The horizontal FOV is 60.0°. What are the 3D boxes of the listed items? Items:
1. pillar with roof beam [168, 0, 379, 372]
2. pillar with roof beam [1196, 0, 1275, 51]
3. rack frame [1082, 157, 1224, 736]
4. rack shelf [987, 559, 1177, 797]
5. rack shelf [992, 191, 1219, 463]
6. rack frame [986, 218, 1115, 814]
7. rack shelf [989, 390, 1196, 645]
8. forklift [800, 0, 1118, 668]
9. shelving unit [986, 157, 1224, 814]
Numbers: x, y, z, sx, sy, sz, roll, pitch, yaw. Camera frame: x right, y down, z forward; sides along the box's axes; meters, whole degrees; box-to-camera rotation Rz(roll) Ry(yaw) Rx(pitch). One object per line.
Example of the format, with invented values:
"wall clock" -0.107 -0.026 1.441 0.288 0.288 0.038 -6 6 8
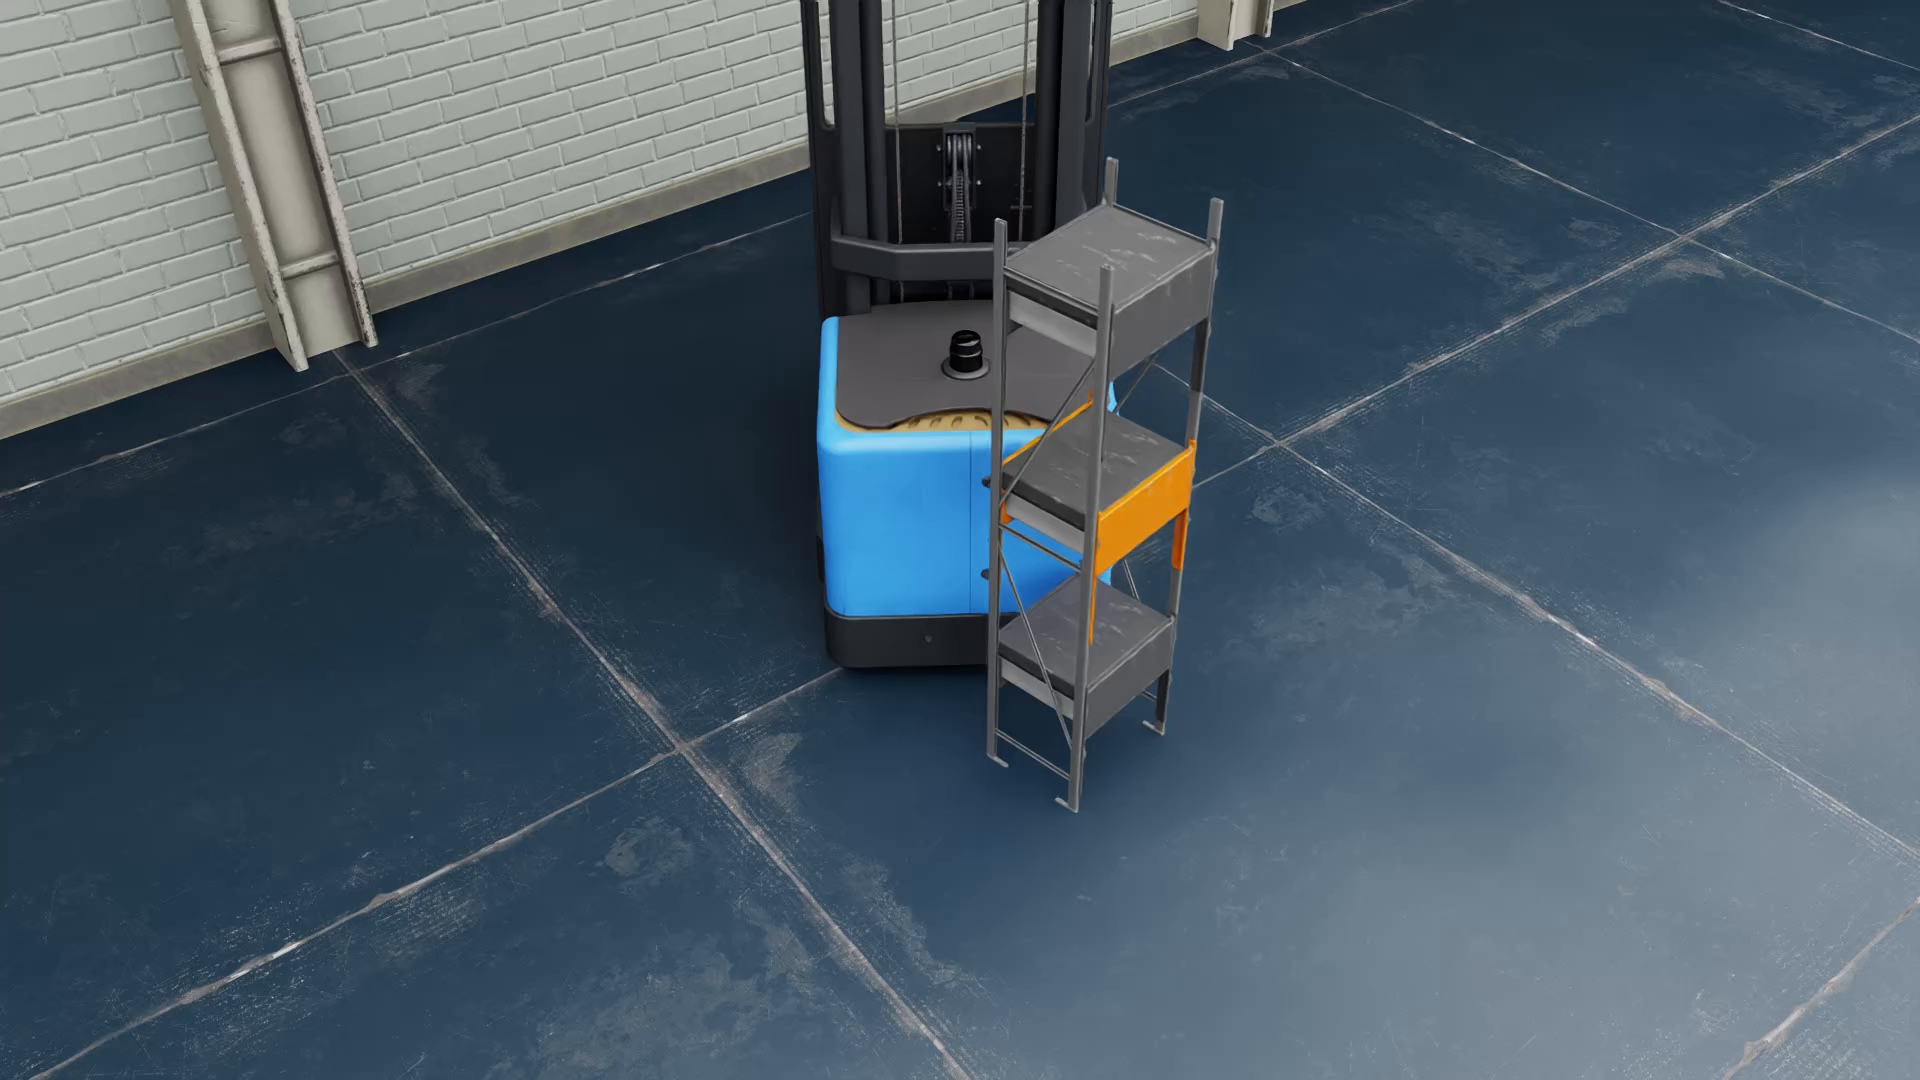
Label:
"pillar with roof beam" -0.381 -2.245 2.391 0.400 9.000 9.100 -26 46 -28
"pillar with roof beam" 4.376 -4.564 5.218 0.400 9.000 9.100 -26 46 -28
"rack frame" 0.572 -0.203 5.341 0.400 2.100 0.015 30 48 31
"rack shelf" 0.409 0.464 5.653 0.431 0.518 0.480 30 48 31
"rack shelf" 0.409 -0.618 4.765 0.431 0.518 0.480 30 48 31
"rack frame" 0.246 0.028 5.060 0.400 2.100 0.015 30 48 31
"rack shelf" 0.409 -0.077 5.209 0.431 0.518 0.480 30 48 31
"forklift" -0.022 -1.581 6.366 1.130 2.935 3.031 -1 39 -2
"shelving unit" 0.409 -0.087 5.201 0.431 2.100 0.503 30 48 31
